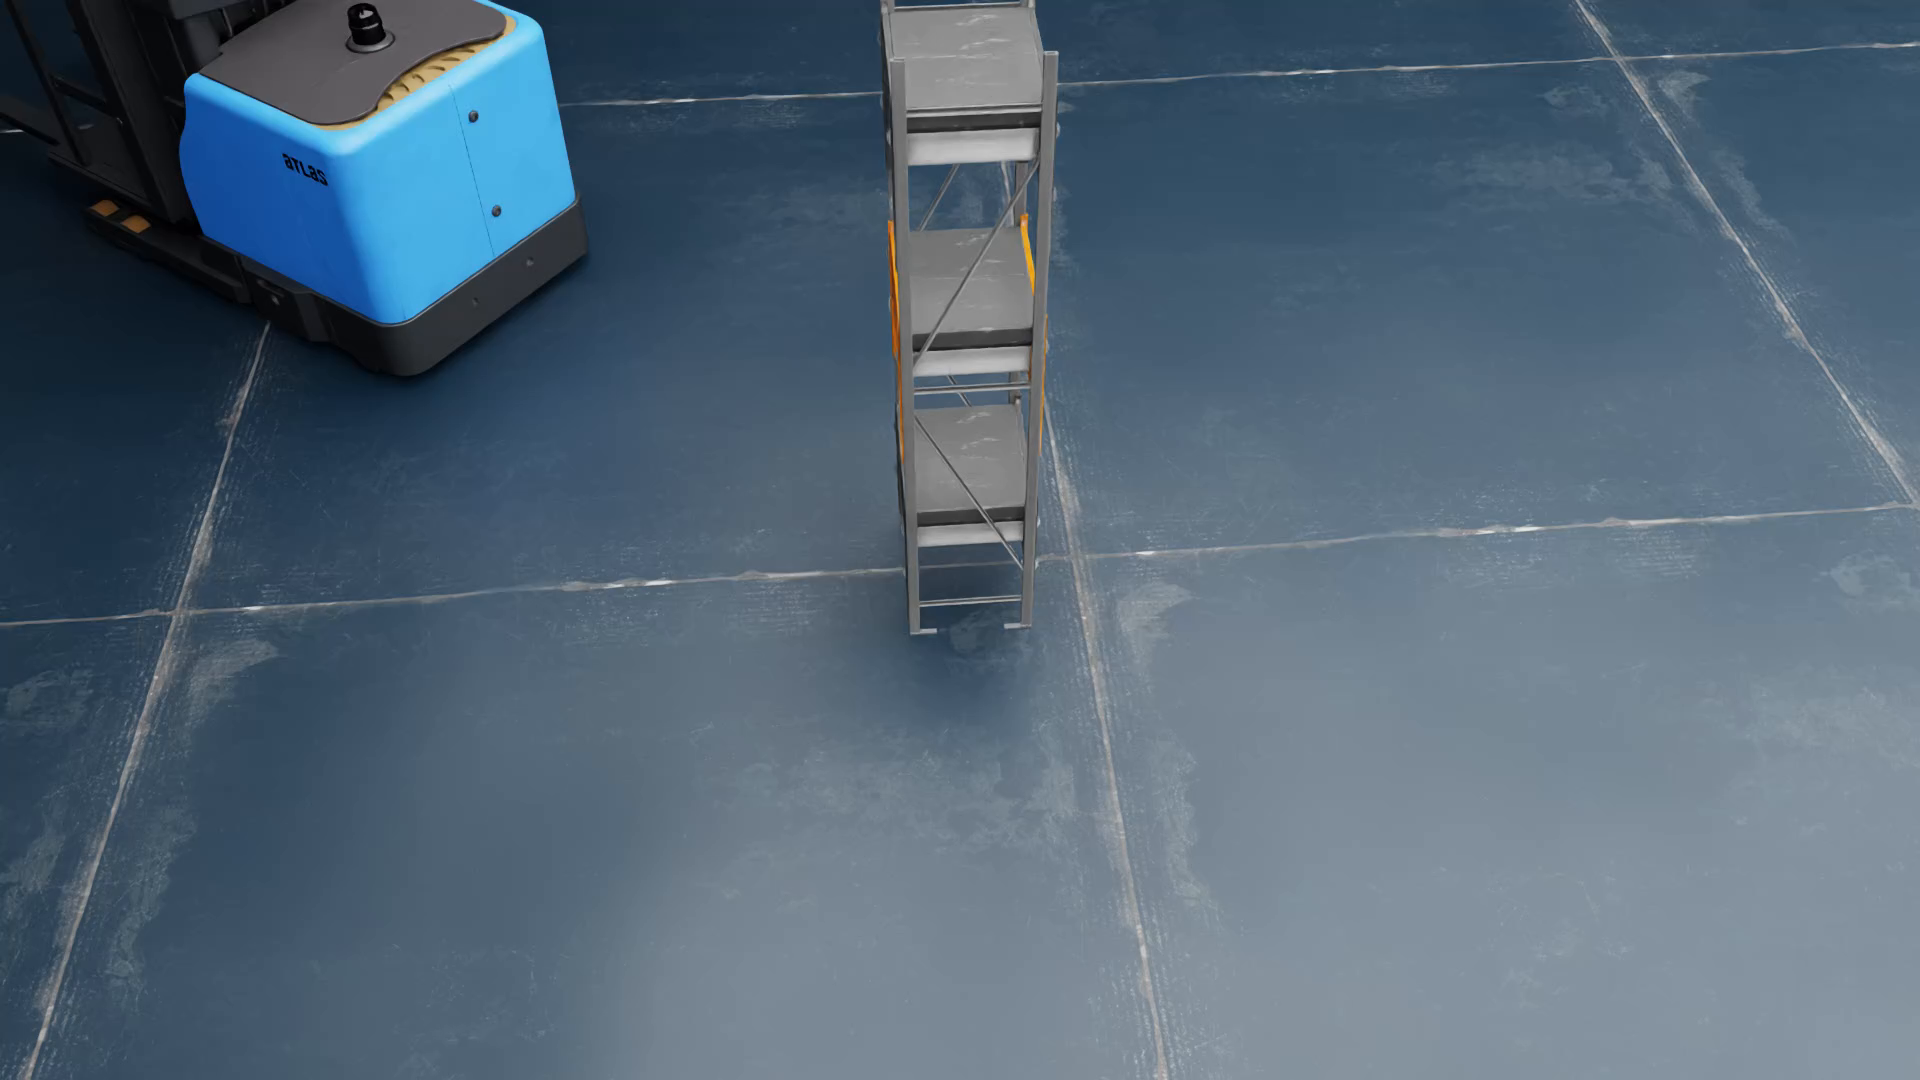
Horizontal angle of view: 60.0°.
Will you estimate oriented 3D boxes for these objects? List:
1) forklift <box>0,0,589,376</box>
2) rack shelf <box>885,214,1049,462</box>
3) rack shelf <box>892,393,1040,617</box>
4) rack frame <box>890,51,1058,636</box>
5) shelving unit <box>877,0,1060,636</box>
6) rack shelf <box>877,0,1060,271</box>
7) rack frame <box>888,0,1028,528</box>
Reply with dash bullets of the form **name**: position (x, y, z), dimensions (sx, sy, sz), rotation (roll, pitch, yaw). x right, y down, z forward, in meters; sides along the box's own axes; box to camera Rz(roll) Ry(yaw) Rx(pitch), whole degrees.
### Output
- **forklift**: position (-3.023, -2.467, 6.068), dimensions (3.031, 2.935, 1.130), rotation (26, 52, 22)
- **rack shelf**: position (0.014, -0.593, 4.884), dimensions (0.431, 0.518, 0.480), rotation (-3, 47, -3)
- **rack shelf**: position (0.014, -0.112, 5.392), dimensions (0.431, 0.518, 0.480), rotation (-3, 47, -3)
- **rack frame**: position (0.034, -0.426, 4.707), dimensions (0.400, 2.100, 0.015), rotation (-3, 47, -3)
- **shelving unit**: position (0.014, -0.602, 4.874), dimensions (0.431, 2.100, 0.503), rotation (-3, 47, -3)
- **rack shelf**: position (0.014, -1.074, 4.376), dimensions (0.431, 0.518, 0.480), rotation (-3, 47, -3)
- **rack frame**: position (-0.007, -0.779, 5.041), dimensions (0.400, 2.100, 0.015), rotation (-3, 47, -3)
